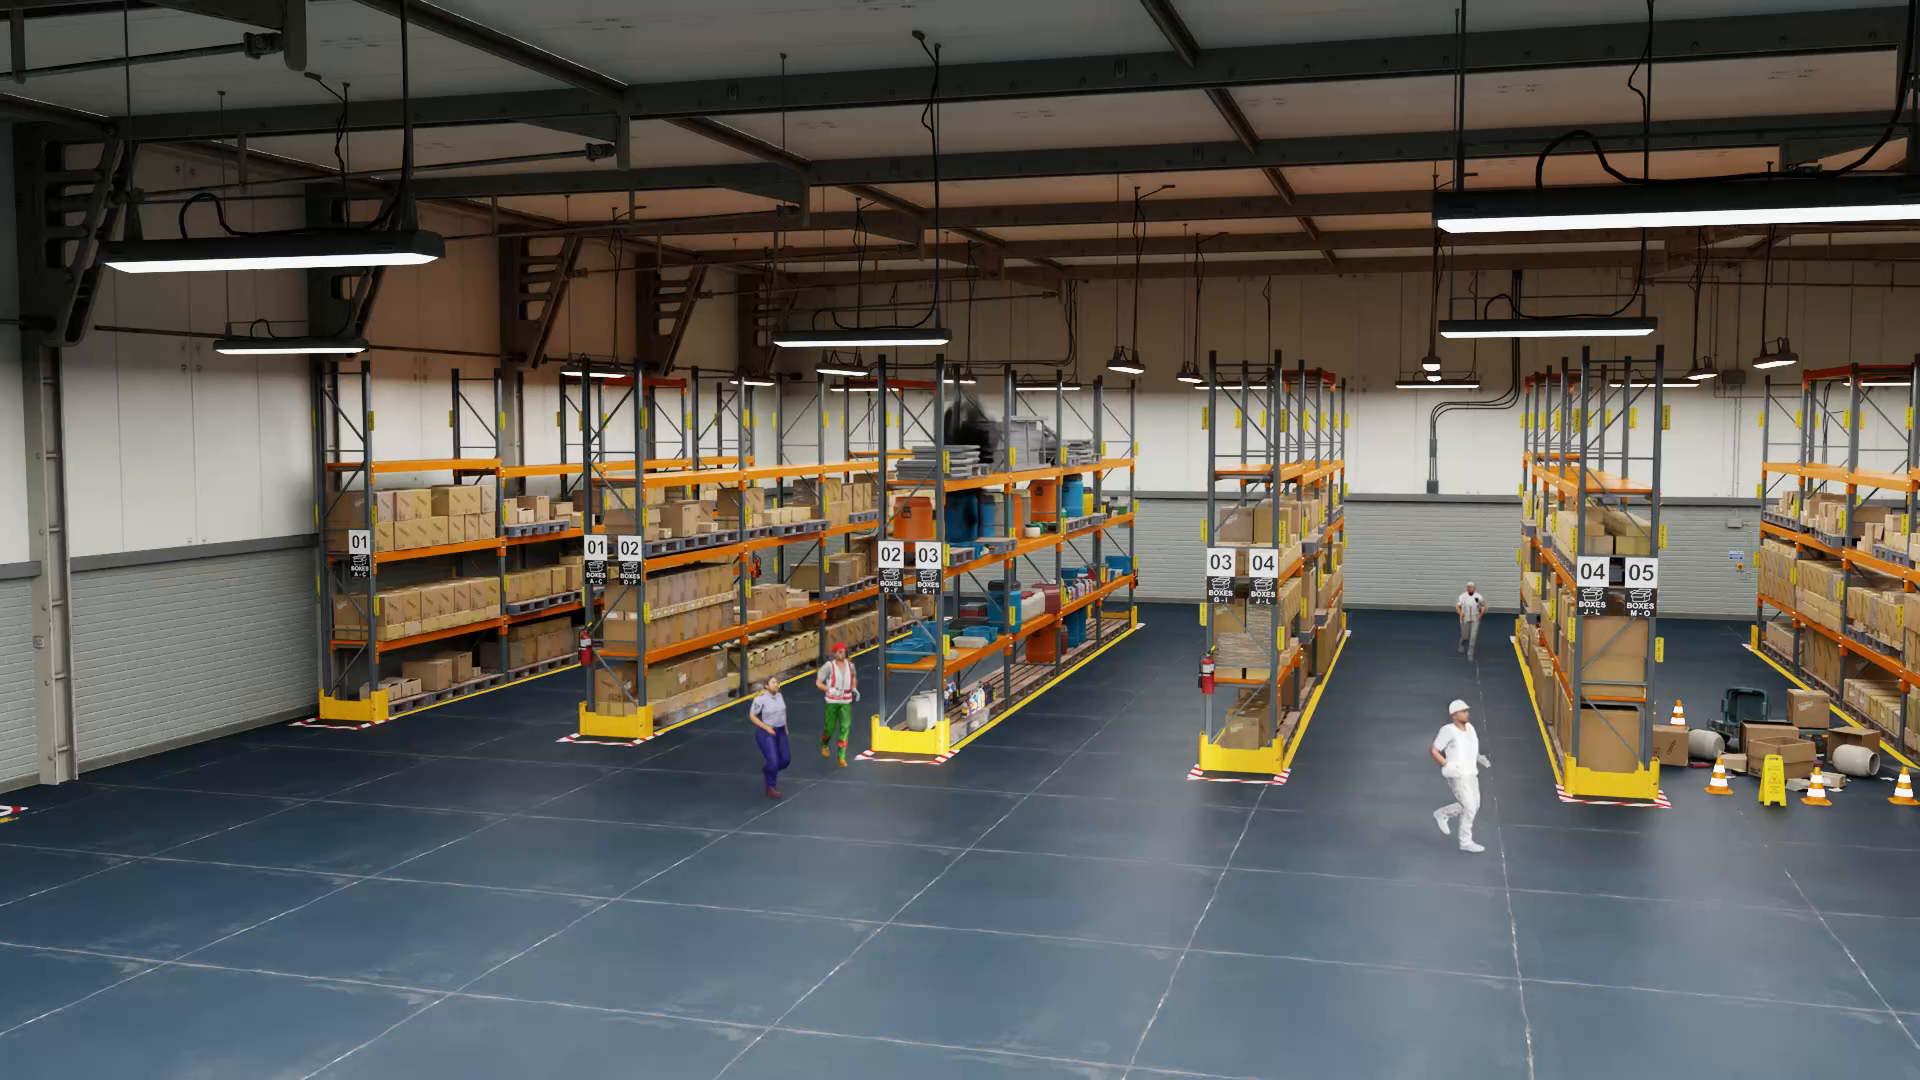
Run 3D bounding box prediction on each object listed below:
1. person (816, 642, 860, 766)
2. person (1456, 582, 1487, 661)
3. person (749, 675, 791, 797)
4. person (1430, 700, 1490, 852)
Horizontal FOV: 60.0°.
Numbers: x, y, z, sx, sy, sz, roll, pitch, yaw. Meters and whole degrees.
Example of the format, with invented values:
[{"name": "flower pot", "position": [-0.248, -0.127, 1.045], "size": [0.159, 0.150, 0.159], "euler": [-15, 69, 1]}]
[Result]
[{"name": "person", "position": [-1.780, 2.371, 24.276], "size": [0.680, 1.775, 0.859], "euler": [-2, 4, -23]}, {"name": "person", "position": [10.774, 1.698, 35.047], "size": [0.607, 1.650, 0.641], "euler": [1, 4, 15]}, {"name": "person", "position": [-2.562, 2.618, 22.272], "size": [0.547, 1.606, 0.613], "euler": [4, 6, 43]}, {"name": "person", "position": [5.827, 2.742, 19.473], "size": [0.691, 1.741, 0.766], "euler": [-3, 5, -38]}]
